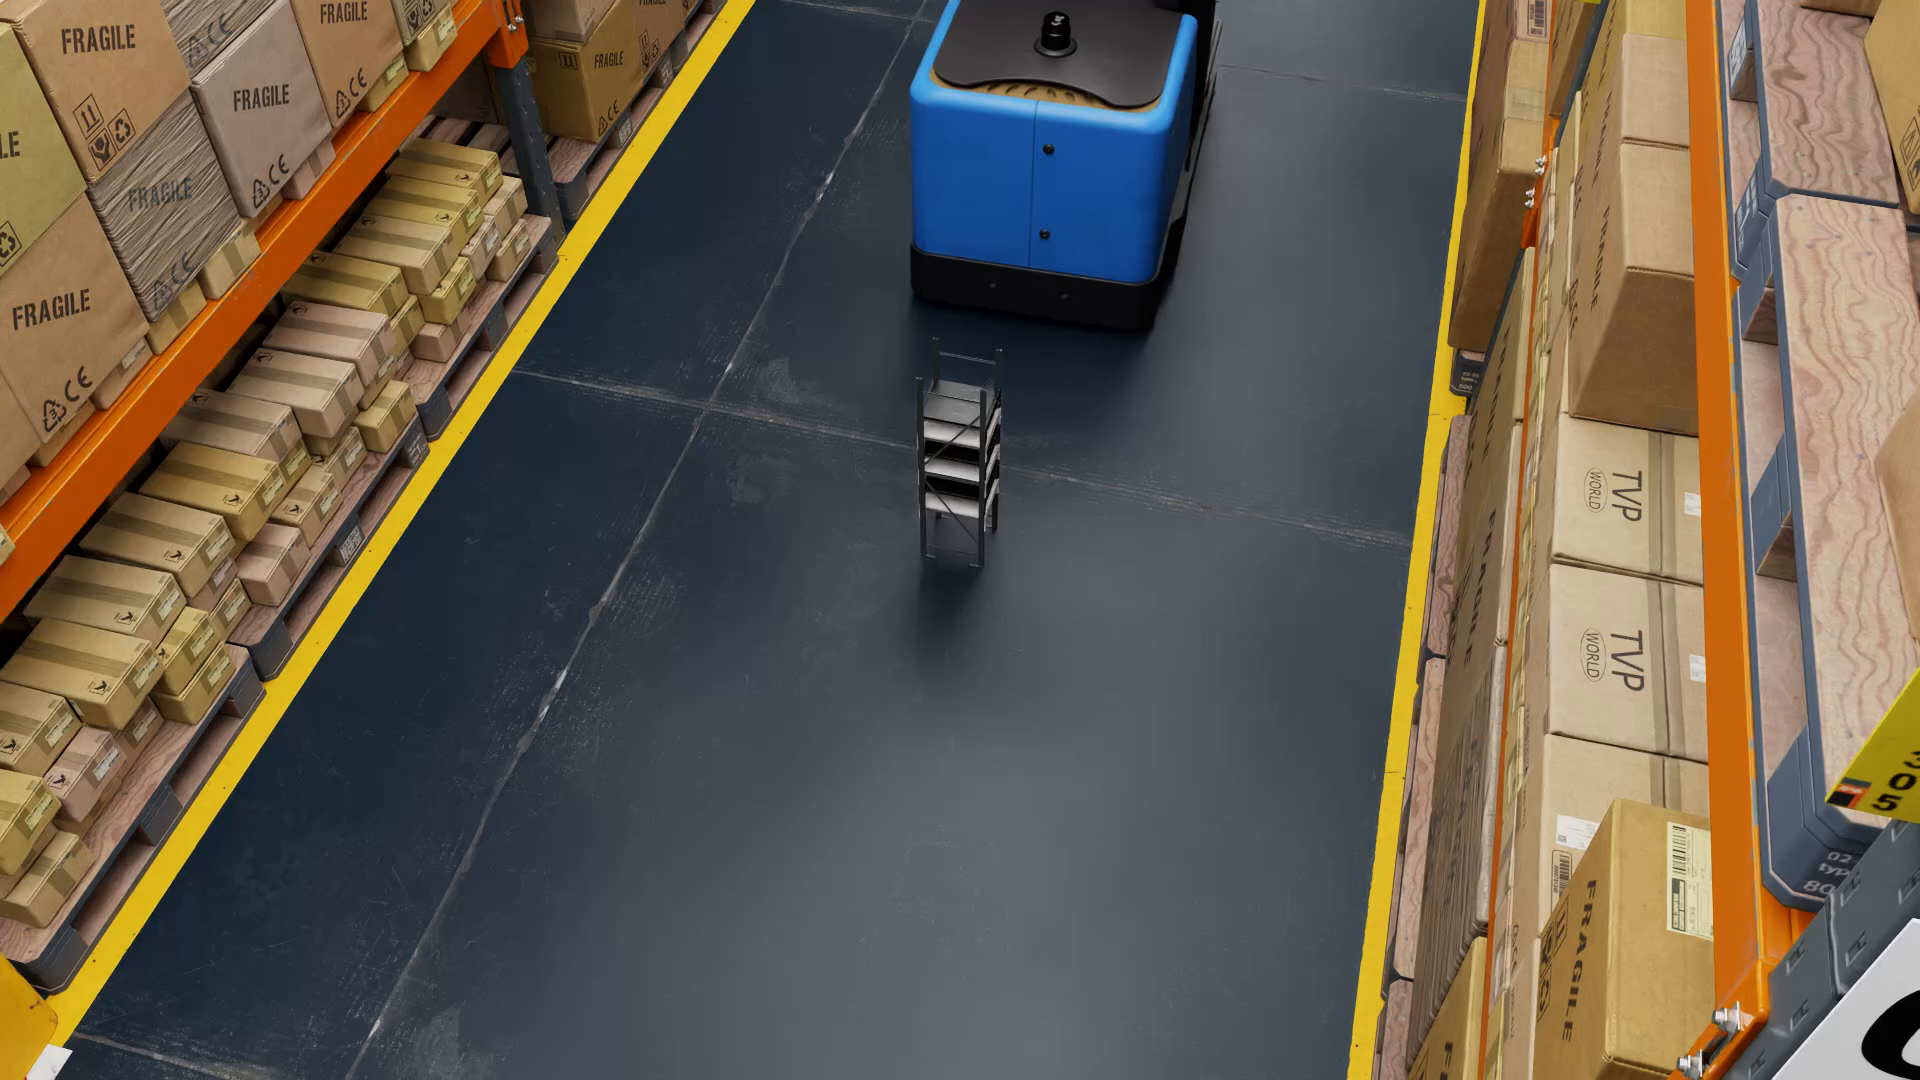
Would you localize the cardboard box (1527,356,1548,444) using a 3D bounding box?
[{"bbox_3d":[1.829,-0.360,4.735,0.380,0.149,0.250,11,49,10],"label":"cardboard box"}]

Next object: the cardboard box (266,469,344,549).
[{"bbox_3d":[-2.470,-0.140,5.994,0.380,0.149,0.250,12,50,10],"label":"cardboard box"}]

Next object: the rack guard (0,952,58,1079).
[{"bbox_3d":[-3.291,1.265,4.800,1.175,0.500,0.348,12,50,10],"label":"rack guard"}]

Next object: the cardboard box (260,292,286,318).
[{"bbox_3d":[-2.744,-1.011,6.366,0.380,0.149,0.250,10,49,9],"label":"cardboard box"}]

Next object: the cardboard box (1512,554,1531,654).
[{"bbox_3d":[1.626,0.200,4.240,0.380,0.149,0.250,12,50,11],"label":"cardboard box"}]

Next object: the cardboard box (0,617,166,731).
[{"bbox_3d":[-2.699,0.409,5.113,0.380,0.149,0.250,11,50,10],"label":"cardboard box"}]

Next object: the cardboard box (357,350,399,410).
[{"bbox_3d":[-2.356,-0.658,6.253,0.380,0.149,0.250,13,50,11],"label":"cardboard box"}]

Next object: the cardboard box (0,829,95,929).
[{"bbox_3d":[-2.864,0.982,5.004,0.380,0.149,0.250,12,50,11],"label":"cardboard box"}]

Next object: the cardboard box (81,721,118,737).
[{"bbox_3d":[-2.820,0.489,5.240,0.380,0.149,0.250,12,50,11],"label":"cardboard box"}]

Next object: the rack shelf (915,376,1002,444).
[{"bbox_3d":[-0.002,-0.449,5.730,0.258,0.077,0.200,12,50,10],"label":"rack shelf"}]

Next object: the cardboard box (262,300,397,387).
[{"bbox_3d":[-2.314,-0.723,6.112,0.380,0.149,0.250,9,49,8],"label":"cardboard box"}]

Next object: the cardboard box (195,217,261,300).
[{"bbox_3d":[-2.450,-0.919,5.228,0.380,0.149,0.250,12,50,11],"label":"cardboard box"}]

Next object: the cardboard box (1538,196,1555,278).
[{"bbox_3d":[2.033,-0.927,5.235,0.380,0.149,0.250,10,49,9],"label":"cardboard box"}]

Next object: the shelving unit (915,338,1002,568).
[{"bbox_3d":[-0.002,-0.292,5.907,0.258,0.900,0.210,12,50,10],"label":"shelving unit"}]

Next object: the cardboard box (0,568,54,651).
[{"bbox_3d":[-3.142,0.211,5.486,0.380,0.149,0.250,11,49,10],"label":"cardboard box"}]

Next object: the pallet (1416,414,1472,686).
[{"bbox_3d":[2.225,0.109,6.013,1.003,0.211,1.213,12,50,10],"label":"pallet"}]

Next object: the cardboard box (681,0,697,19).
[{"bbox_3d":[-1.545,-2.959,8.248,0.500,0.500,0.500,12,50,11],"label":"cardboard box"}]

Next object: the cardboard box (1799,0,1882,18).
[{"bbox_3d":[1.932,-1.230,2.921,0.700,0.500,0.500,14,50,12],"label":"cardboard box"}]

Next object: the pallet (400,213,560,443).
[{"bbox_3d":[-2.401,-0.985,6.978,1.003,0.211,1.213,12,50,10],"label":"pallet"}]

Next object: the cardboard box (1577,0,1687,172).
[{"bbox_3d":[2.128,-1.349,4.842,0.500,0.500,0.500,12,50,10],"label":"cardboard box"}]

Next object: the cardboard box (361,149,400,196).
[{"bbox_3d":[-2.549,-1.584,6.872,0.380,0.149,0.250,13,50,12],"label":"cardboard box"}]

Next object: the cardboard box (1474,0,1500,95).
[{"bbox_3d":[3.109,-2.539,7.627,1.225,0.875,0.875,12,50,10],"label":"cardboard box"}]

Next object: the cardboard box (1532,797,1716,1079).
[{"bbox_3d":[1.322,0.844,2.906,0.500,0.500,0.500,12,50,10],"label":"cardboard box"}]

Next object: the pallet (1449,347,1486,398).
[{"bbox_3d":[2.631,-0.998,6.990,1.003,0.211,1.213,12,50,10],"label":"pallet"}]

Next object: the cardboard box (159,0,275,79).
[{"bbox_3d":[-2.400,-1.727,4.841,0.500,0.500,0.500,13,50,11],"label":"cardboard box"}]

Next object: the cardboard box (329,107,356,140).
[{"bbox_3d":[-2.332,-1.502,5.742,0.380,0.149,0.250,10,49,9],"label":"cardboard box"}]

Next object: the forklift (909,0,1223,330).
[{"bbox_3d":[0.625,-2.975,6.921,1.130,2.935,3.031,10,49,9],"label":"forklift"}]

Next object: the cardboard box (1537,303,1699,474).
[{"bbox_3d":[1.857,-0.374,4.481,0.500,0.250,0.500,13,50,11],"label":"cardboard box"}]

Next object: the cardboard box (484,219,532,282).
[{"bbox_3d":[-2.033,-1.245,6.969,0.380,0.149,0.250,12,50,11],"label":"cardboard box"}]

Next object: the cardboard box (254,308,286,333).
[{"bbox_3d":[-2.745,-0.916,6.481,0.380,0.149,0.250,9,49,8],"label":"cardboard box"}]

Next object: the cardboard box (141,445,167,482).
[{"bbox_3d":[-3.057,-0.379,6.007,0.380,0.149,0.250,12,50,10],"label":"cardboard box"}]

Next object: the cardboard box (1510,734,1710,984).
[{"bbox_3d":[1.453,0.727,3.510,0.500,0.250,0.500,11,49,9],"label":"cardboard box"}]

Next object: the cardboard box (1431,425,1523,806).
[{"bbox_3d":[2.013,0.329,5.096,0.875,0.875,0.875,12,50,10],"label":"cardboard box"}]

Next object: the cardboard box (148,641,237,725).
[{"bbox_3d":[-2.642,0.432,5.489,0.380,0.149,0.250,12,50,10],"label":"cardboard box"}]

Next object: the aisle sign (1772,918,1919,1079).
[{"bbox_3d":[1.139,0.678,1.917,0.394,0.787,0.004,12,50,10],"label":"aisle sign"}]

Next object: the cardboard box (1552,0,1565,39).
[{"bbox_3d":[2.497,-2.130,6.063,0.500,0.500,0.500,13,50,11],"label":"cardboard box"}]

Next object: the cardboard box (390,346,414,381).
[{"bbox_3d":[-2.376,-0.703,6.491,0.380,0.149,0.250,10,49,9],"label":"cardboard box"}]

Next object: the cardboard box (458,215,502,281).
[{"bbox_3d":[-2.094,-1.205,6.736,0.380,0.149,0.250,9,49,8],"label":"cardboard box"}]

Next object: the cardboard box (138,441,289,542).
[{"bbox_3d":[-2.518,-0.167,5.621,0.380,0.149,0.250,12,50,11],"label":"cardboard box"}]

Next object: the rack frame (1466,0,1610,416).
[{"bbox_3d":[2.500,-1.348,5.439,1.000,3.000,0.127,12,50,10],"label":"rack frame"}]

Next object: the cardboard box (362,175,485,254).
[{"bbox_3d":[-2.130,-1.291,6.613,0.380,0.149,0.250,12,50,11],"label":"cardboard box"}]

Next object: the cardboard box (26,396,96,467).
[{"bbox_3d":[-2.729,-0.375,4.748,0.380,0.149,0.250,11,50,10],"label":"cardboard box"}]

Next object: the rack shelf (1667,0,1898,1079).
[{"bbox_3d":[1.974,-0.656,3.308,1.077,0.370,4.000,12,50,10],"label":"rack shelf"}]

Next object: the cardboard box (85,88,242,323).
[{"bbox_3d":[-2.541,-1.022,4.887,0.500,0.500,0.500,10,49,9],"label":"cardboard box"}]

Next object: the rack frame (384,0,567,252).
[{"bbox_3d":[-2.258,-2.400,6.368,1.000,3.000,0.127,12,50,10],"label":"rack frame"}]

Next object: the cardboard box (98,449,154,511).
[{"bbox_3d":[-3.026,-0.264,5.707,0.380,0.149,0.250,10,49,9],"label":"cardboard box"}]

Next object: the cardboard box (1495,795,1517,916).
[{"bbox_3d":[1.425,0.755,3.751,0.380,0.149,0.250,12,50,11],"label":"cardboard box"}]

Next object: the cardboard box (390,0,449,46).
[{"bbox_3d":[-2.113,-2.126,5.861,0.500,0.500,0.500,12,50,10],"label":"cardboard box"}]

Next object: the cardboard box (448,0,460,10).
[{"bbox_3d":[-2.107,-2.064,6.239,0.380,0.149,0.250,11,50,10],"label":"cardboard box"}]

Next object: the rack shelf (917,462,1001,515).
[{"bbox_3d":[-0.002,-0.210,6.000,0.258,0.077,0.200,12,50,10],"label":"rack shelf"}]

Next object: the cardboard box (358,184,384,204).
[{"bbox_3d":[-2.662,-1.495,6.992,0.380,0.149,0.250,14,50,12],"label":"cardboard box"}]

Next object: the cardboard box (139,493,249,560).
[{"bbox_3d":[-2.638,-0.090,5.752,0.380,0.149,0.250,14,50,12],"label":"cardboard box"}]
